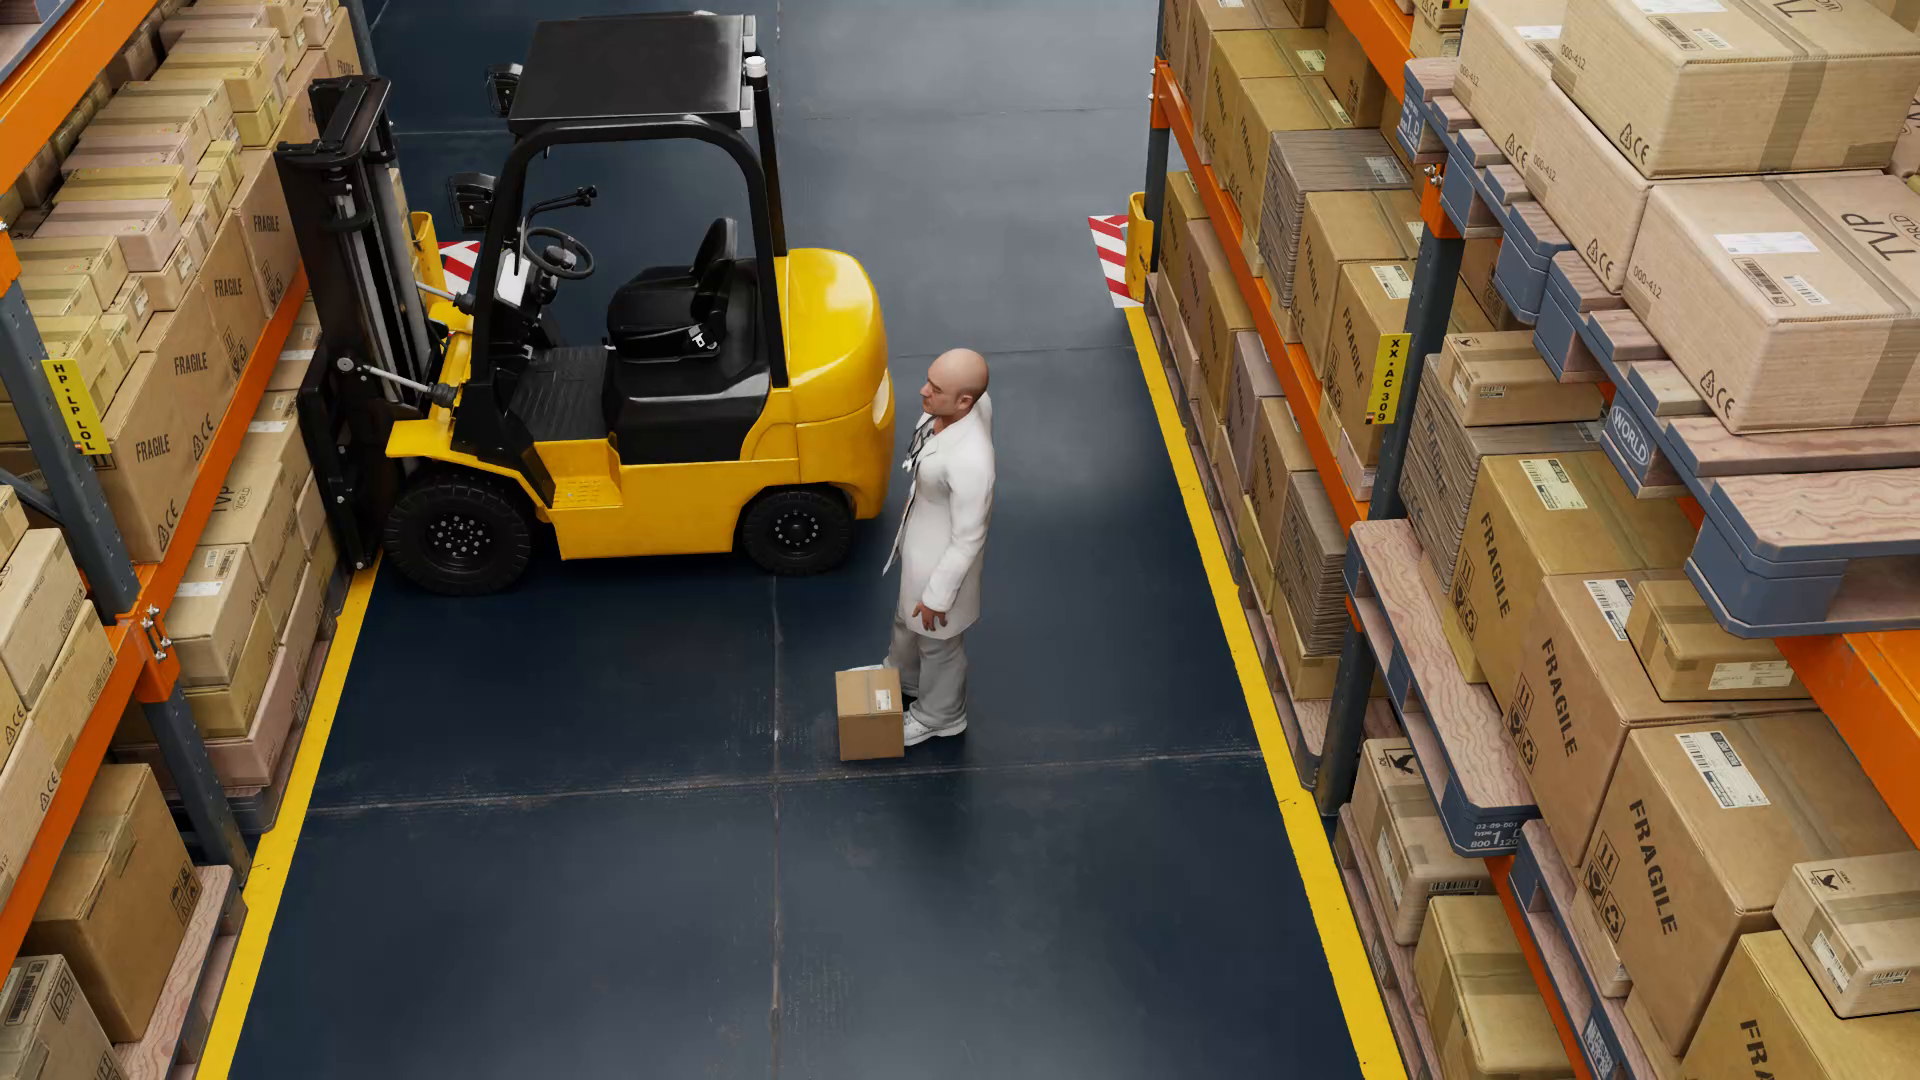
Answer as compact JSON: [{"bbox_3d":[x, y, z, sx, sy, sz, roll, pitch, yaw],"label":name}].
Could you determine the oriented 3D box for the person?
[{"bbox_3d":[-0.166,0.055,6.082,0.579,1.778,0.698,-3,39,-4],"label":"person"}]
